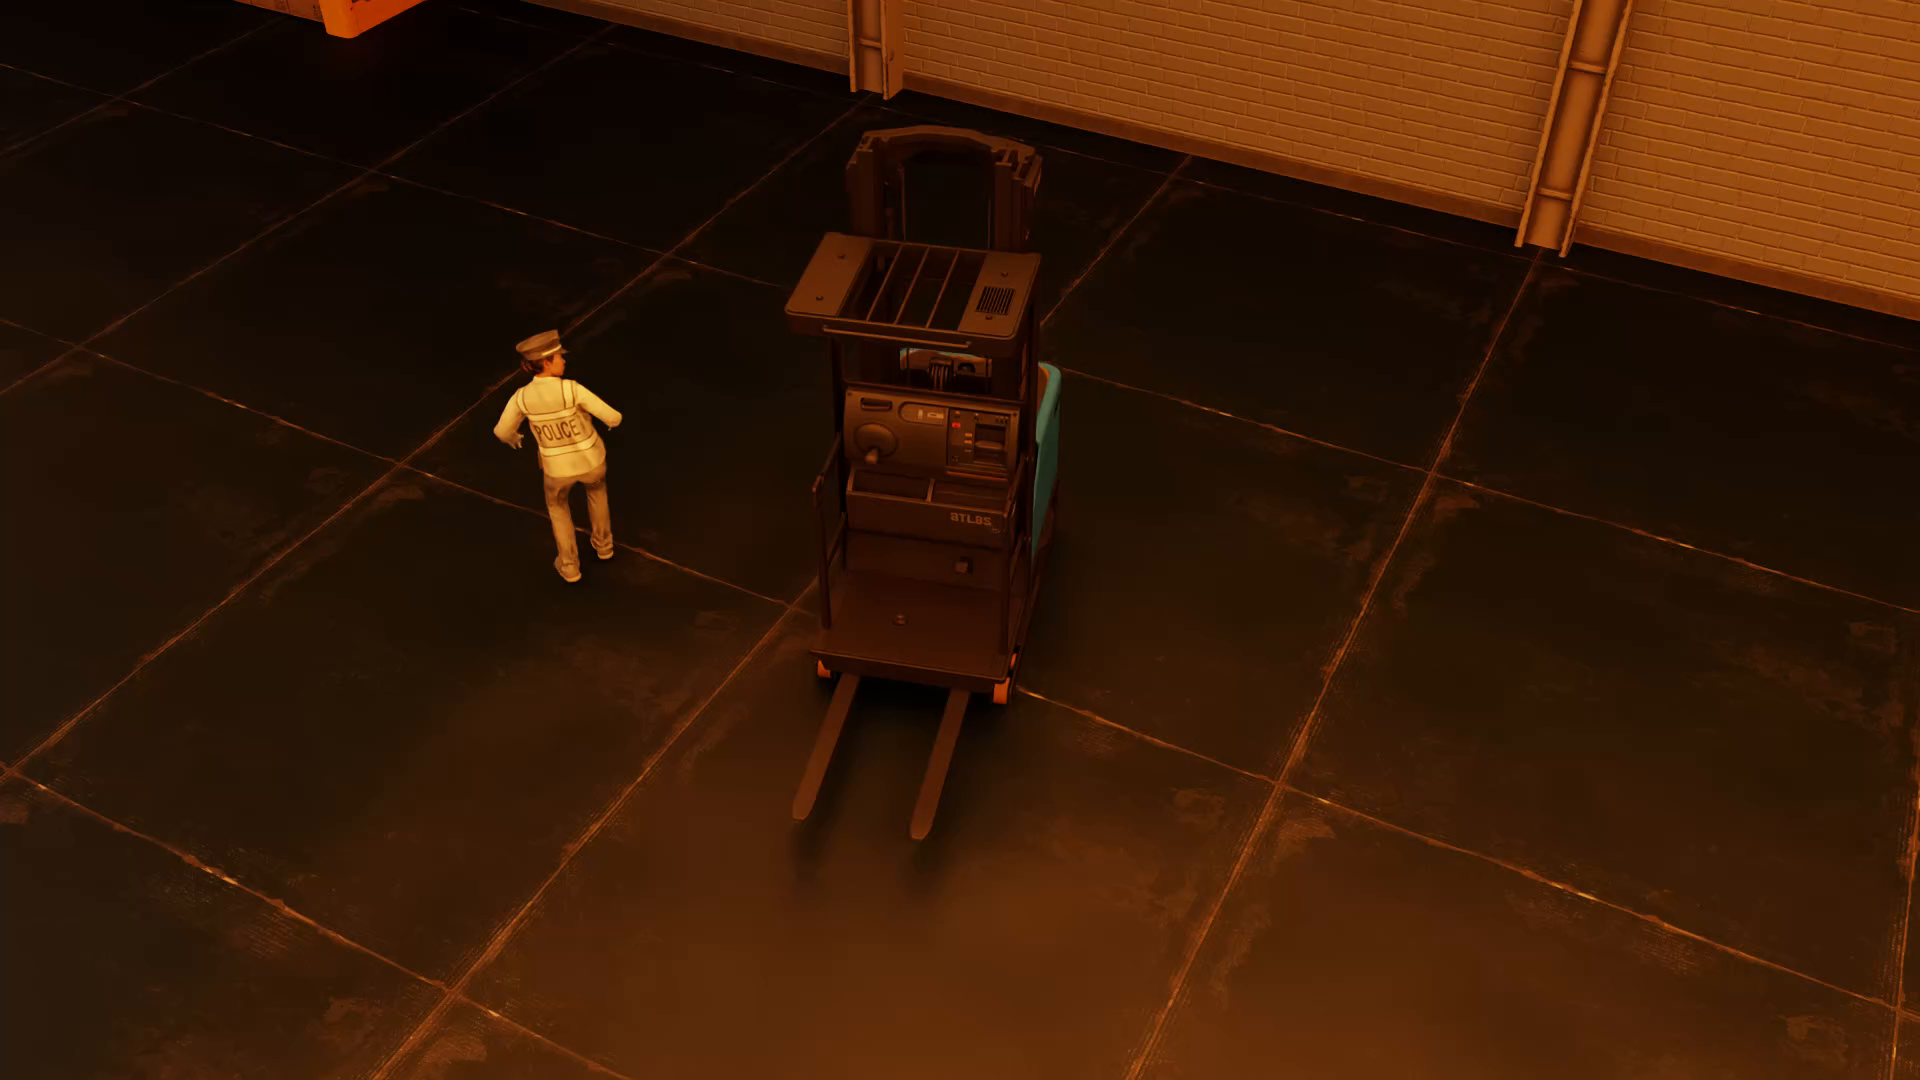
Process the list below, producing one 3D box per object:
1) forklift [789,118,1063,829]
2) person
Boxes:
[{"bbox_3d":[-0.179,-0.524,8.608,1.130,2.935,3.031,8,41,9],"label":"forklift"},{"bbox_3d":[-2.306,-0.490,9.591,0.704,1.635,0.479,-6,40,-7],"label":"person"}]
